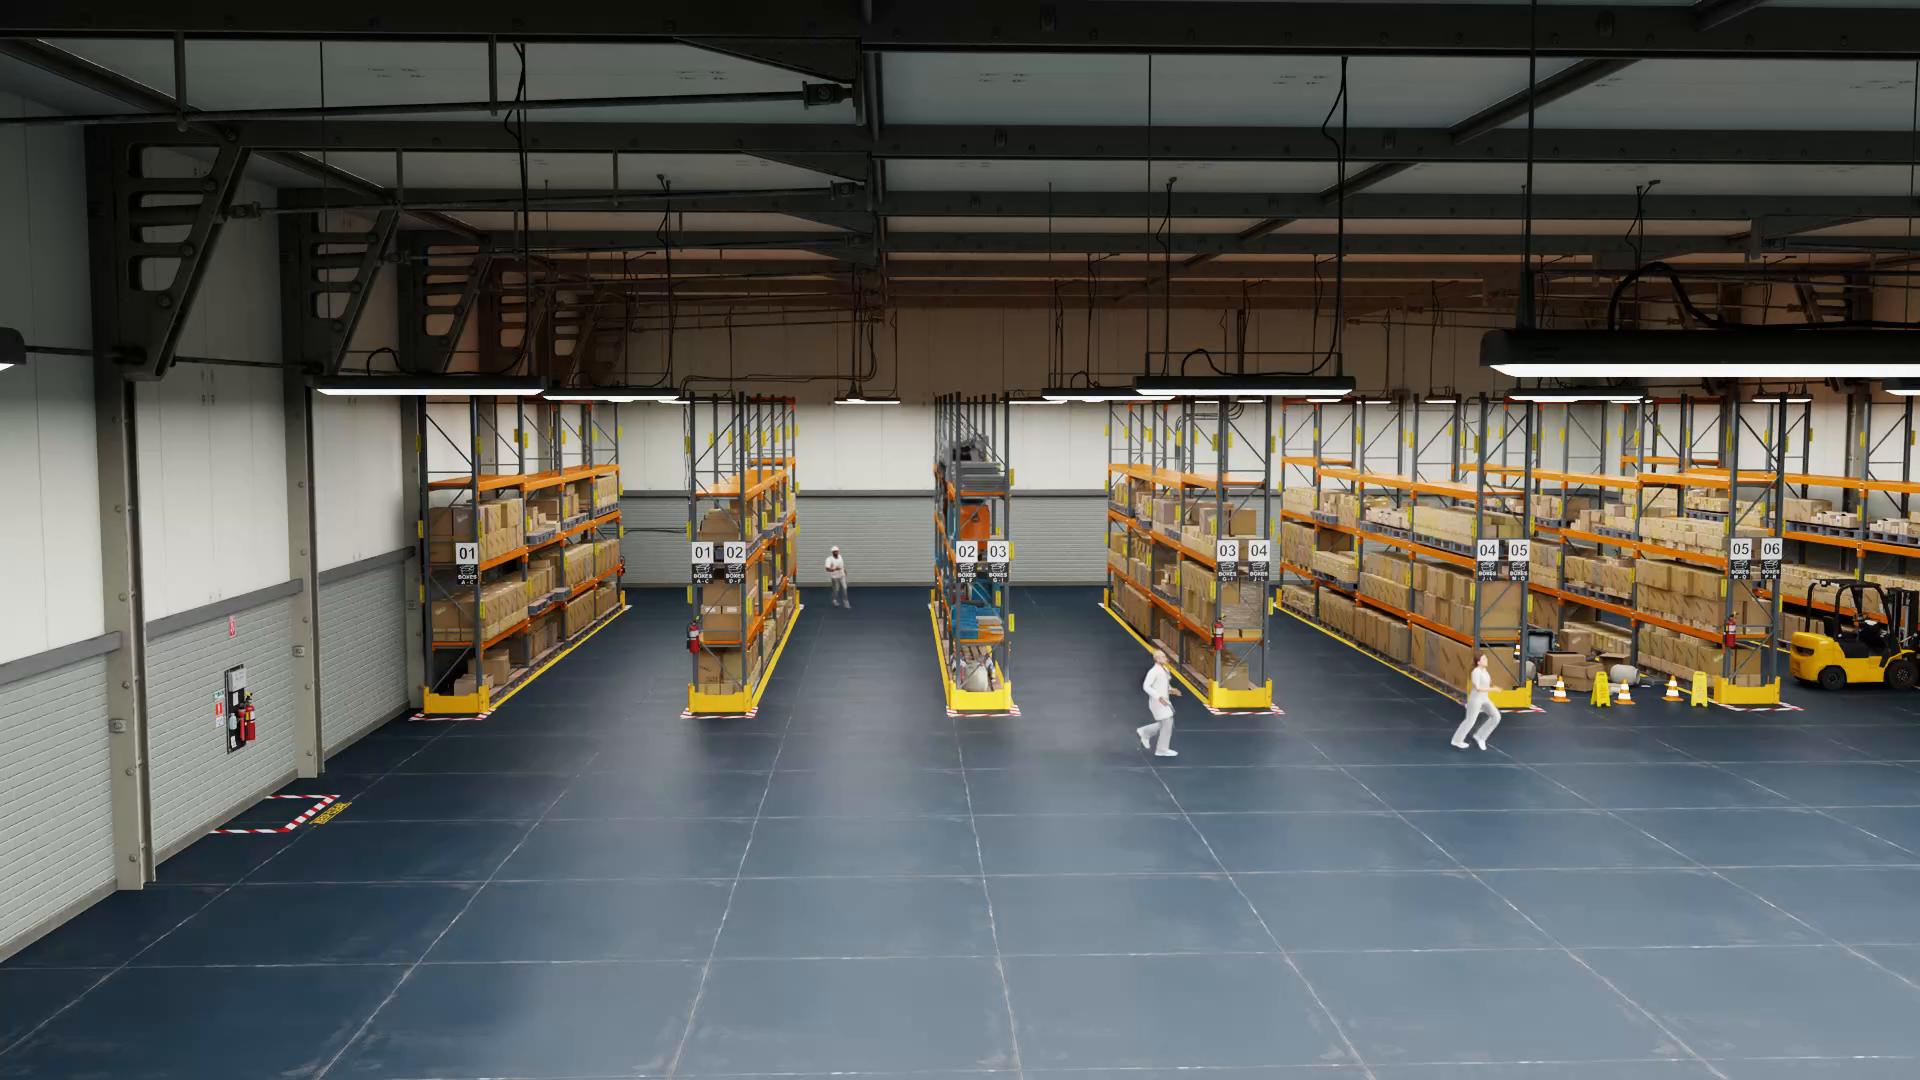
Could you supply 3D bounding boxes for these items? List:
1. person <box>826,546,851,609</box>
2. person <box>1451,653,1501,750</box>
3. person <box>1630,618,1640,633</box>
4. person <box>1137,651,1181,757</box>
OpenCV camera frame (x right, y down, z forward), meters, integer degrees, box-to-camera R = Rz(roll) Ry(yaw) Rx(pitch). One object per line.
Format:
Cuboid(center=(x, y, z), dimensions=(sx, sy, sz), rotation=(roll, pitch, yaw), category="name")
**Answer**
Cuboid(center=(-3.535, 1.063, 47.287), dimensions=(0.696, 1.786, 0.819), rotation=(-3, 5, -33), category="person")
Cuboid(center=(8.617, 2.672, 27.614), dimensions=(0.835, 1.636, 0.574), rotation=(4, 6, 44), category="person")
Cuboid(center=(16.636, 1.621, 40.914), dimensions=(0.588, 1.698, 0.807), rotation=(-1, 5, -7), category="person")
Cuboid(center=(3.236, 2.671, 27.244), dimensions=(0.710, 1.734, 0.704), rotation=(2, 5, 25), category="person")
